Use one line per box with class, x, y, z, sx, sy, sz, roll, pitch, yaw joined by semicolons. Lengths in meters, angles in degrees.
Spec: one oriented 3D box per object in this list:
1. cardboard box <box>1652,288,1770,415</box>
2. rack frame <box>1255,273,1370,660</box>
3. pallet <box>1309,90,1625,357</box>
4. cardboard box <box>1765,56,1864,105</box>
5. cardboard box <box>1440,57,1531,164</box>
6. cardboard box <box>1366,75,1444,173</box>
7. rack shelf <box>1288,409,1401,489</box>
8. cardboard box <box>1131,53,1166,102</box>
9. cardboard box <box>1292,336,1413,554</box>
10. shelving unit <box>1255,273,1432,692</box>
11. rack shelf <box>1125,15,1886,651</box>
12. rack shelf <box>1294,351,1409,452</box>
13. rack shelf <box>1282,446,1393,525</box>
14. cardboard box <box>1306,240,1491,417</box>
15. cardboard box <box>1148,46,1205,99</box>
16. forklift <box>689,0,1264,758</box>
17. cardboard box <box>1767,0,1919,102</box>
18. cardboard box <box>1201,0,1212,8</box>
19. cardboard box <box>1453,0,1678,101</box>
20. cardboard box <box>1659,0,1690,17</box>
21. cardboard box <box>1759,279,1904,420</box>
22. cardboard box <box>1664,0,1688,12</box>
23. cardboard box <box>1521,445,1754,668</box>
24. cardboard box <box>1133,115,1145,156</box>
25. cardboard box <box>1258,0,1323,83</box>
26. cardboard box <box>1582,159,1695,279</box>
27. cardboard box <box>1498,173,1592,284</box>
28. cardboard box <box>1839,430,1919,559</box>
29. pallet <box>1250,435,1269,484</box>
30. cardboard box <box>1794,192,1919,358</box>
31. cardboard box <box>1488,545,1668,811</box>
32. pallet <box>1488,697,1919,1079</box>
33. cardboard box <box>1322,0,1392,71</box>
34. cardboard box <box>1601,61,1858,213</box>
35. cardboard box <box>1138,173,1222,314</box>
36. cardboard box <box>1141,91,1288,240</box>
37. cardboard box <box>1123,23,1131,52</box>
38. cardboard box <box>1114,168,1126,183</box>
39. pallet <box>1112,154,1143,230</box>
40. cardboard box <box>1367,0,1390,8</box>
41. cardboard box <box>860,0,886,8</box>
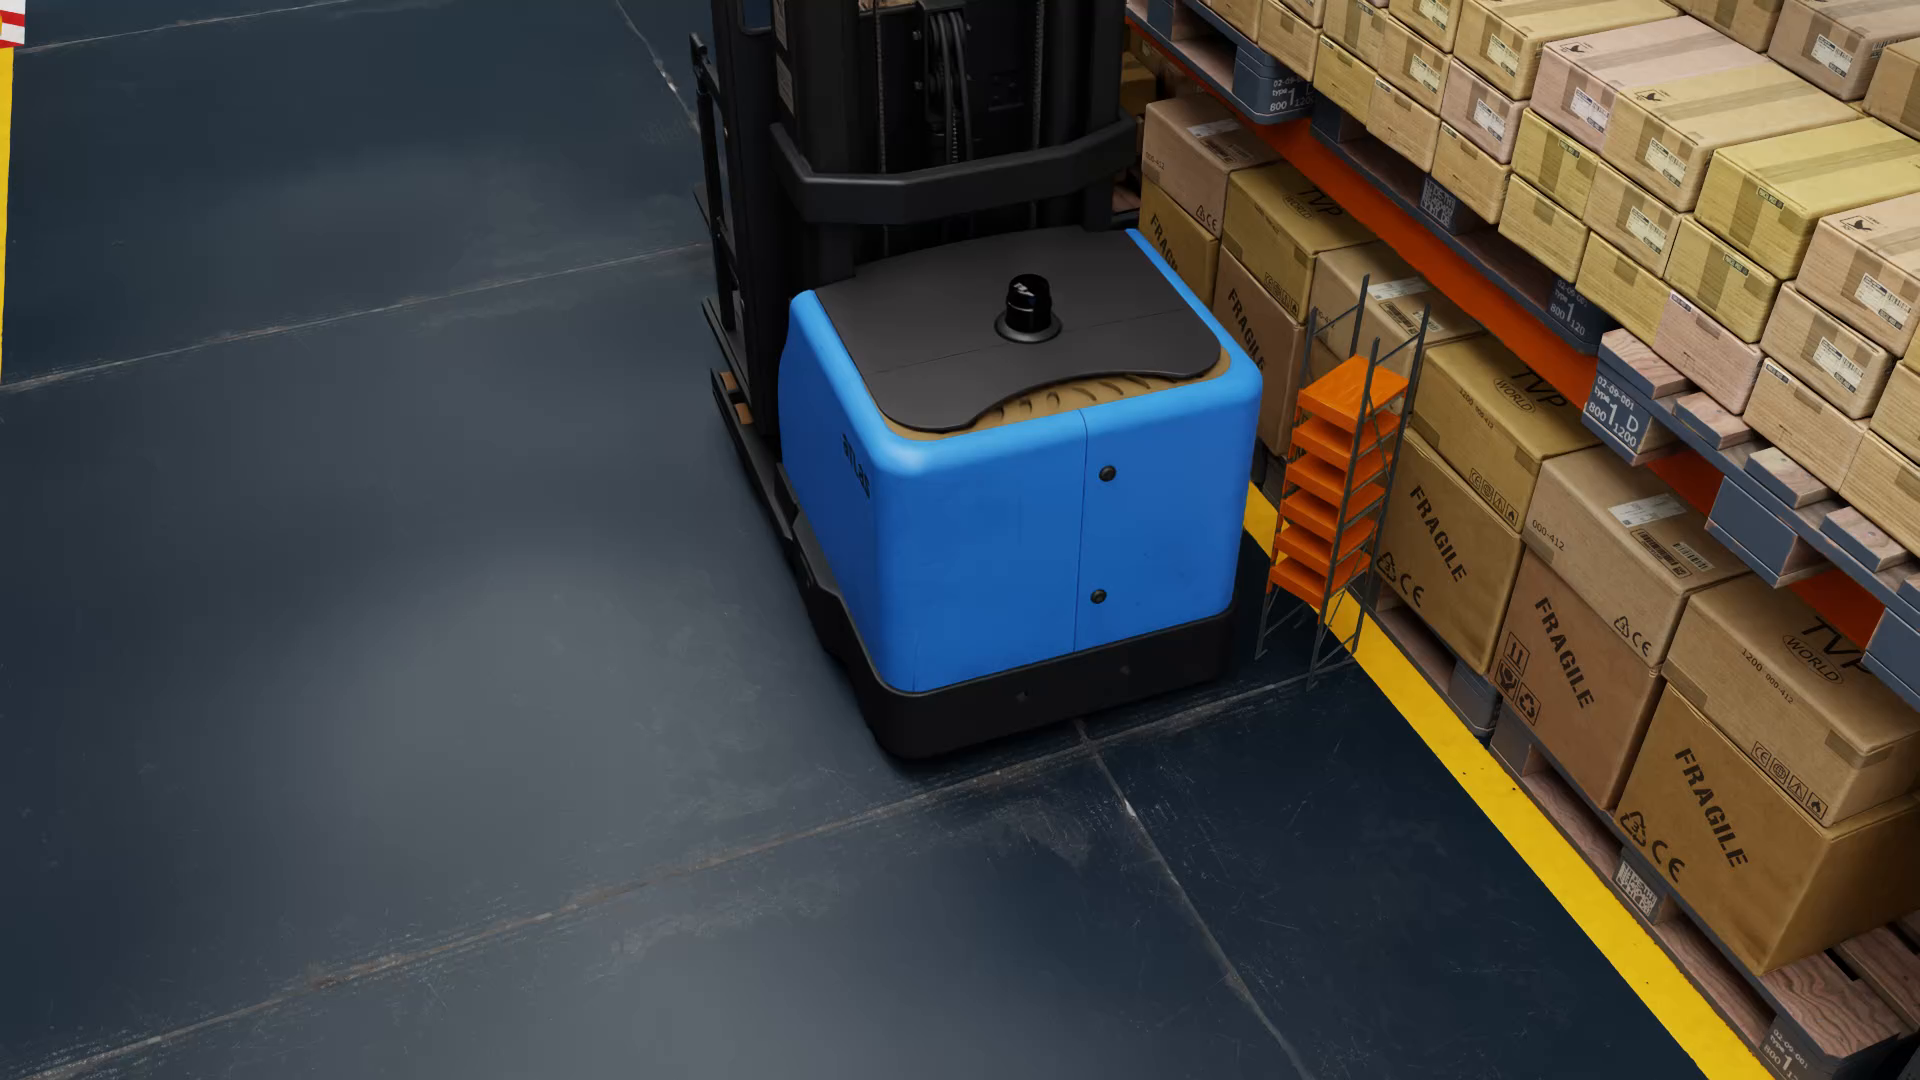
cardboard box;1.624;-0.414;3.301;0.380;0.149;0.250;-14;43;-16
rack frame;0.946;-0.161;4.517;0.240;1.200;0.006;-33;50;-32
pallet;1.635;-0.972;4.227;1.003;0.211;1.213;-15;43;-17
cardboard box;2.028;-1.006;3.761;0.380;0.149;0.250;-15;43;-17
cardboard box;1.325;-1.000;3.755;0.380;0.149;0.250;-14;43;-16
cardboard box;1.223;-1.046;4.037;0.380;0.149;0.250;-17;44;-19
rack shelf;1.009;-0.267;4.340;0.258;0.103;0.180;-33;50;-32
cardboard box;0.877;-1.891;6.785;0.380;0.149;0.250;-15;43;-17
cardboard box;1.354;-0.342;4.942;0.500;0.500;0.500;-14;43;-16
shelving unit;1.010;-0.118;4.467;0.258;1.200;0.189;-33;50;-32
rack shelf;1.665;-0.795;4.425;1.077;0.370;4.000;-15;43;-17
rack shelf;1.009;-0.358;4.262;0.258;0.103;0.180;-33;50;-32
rack shelf;1.010;-0.176;4.418;0.258;0.103;0.180;-33;50;-32
cardboard box;1.335;-0.628;4.700;0.500;0.250;0.500;-14;43;-15
cardboard box;0.959;-1.835;6.492;0.380;0.149;0.250;-13;42;-15
forklift;-0.211;-1.496;4.742;1.130;2.935;3.031;-13;42;-15
cardboard box;2.031;-1.111;3.656;0.380;0.149;0.250;-13;42;-15
cardboard box;0.829;-1.667;4.759;0.380;0.149;0.250;-15;43;-17
cardboard box;1.326;-1.112;3.657;0.380;0.149;0.250;-13;42;-15
cardboard box;1.830;-1.318;4.124;0.380;0.149;0.250;-14;43;-15
cardboard box;1.717;-0.384;3.038;0.380;0.149;0.250;-14;43;-15
cardboard box;1.836;-1.421;4.017;0.380;0.149;0.250;-16;43;-17
cardboard box;1.723;-0.006;3.977;0.500;0.250;0.500;-15;43;-16
cardboard box;0.485;-1.574;6.416;0.380;0.149;0.250;-14;43;-16
cardboard box;1.022;-1.362;4.404;0.380;0.149;0.250;-17;44;-19
cardboard box;1.518;-0.692;3.397;0.380;0.149;0.250;-15;43;-17
cardboard box;1.428;-0.727;3.665;0.380;0.149;0.250;-17;44;-19
cardboard box;1.817;-0.109;2.947;0.380;0.149;0.250;-14;43;-16
pallet;1.199;-0.746;5.956;1.003;0.211;1.213;-15;43;-17
cardboard box;1.725;-0.485;2.928;0.380;0.149;0.250;-16;43;-17
cardboard box;1.742;0.281;4.218;0.500;0.500;0.500;-13;42;-15
pallet;2.132;0.724;4.247;1.003;0.211;1.213;-15;43;-17
cardboard box;1.132;-1.308;4.113;0.380;0.149;0.250;-16;43;-18
cardboard box;1.519;-0.803;3.297;0.380;0.149;0.250;-14;43;-16
cardboard box;0.937;-0.972;5.675;0.500;0.500;0.500;-14;43;-15
cardboard box;0.938;-1.257;5.431;0.500;0.250;0.500;-17;44;-19
cardboard box;0.766;-2.156;6.865;0.380;0.149;0.250;-16;43;-17
cardboard box;0.435;-1.502;6.560;0.380;0.149;0.250;-15;43;-16
pallet;0.610;-1.611;6.961;1.003;0.211;1.213;-15;43;-17
cardboard box;1.121;-1.431;4.028;0.380;0.149;0.250;-14;43;-15
cardboard box;-0.252;-2.596;7.833;0.380;0.149;0.250;-17;44;-19
